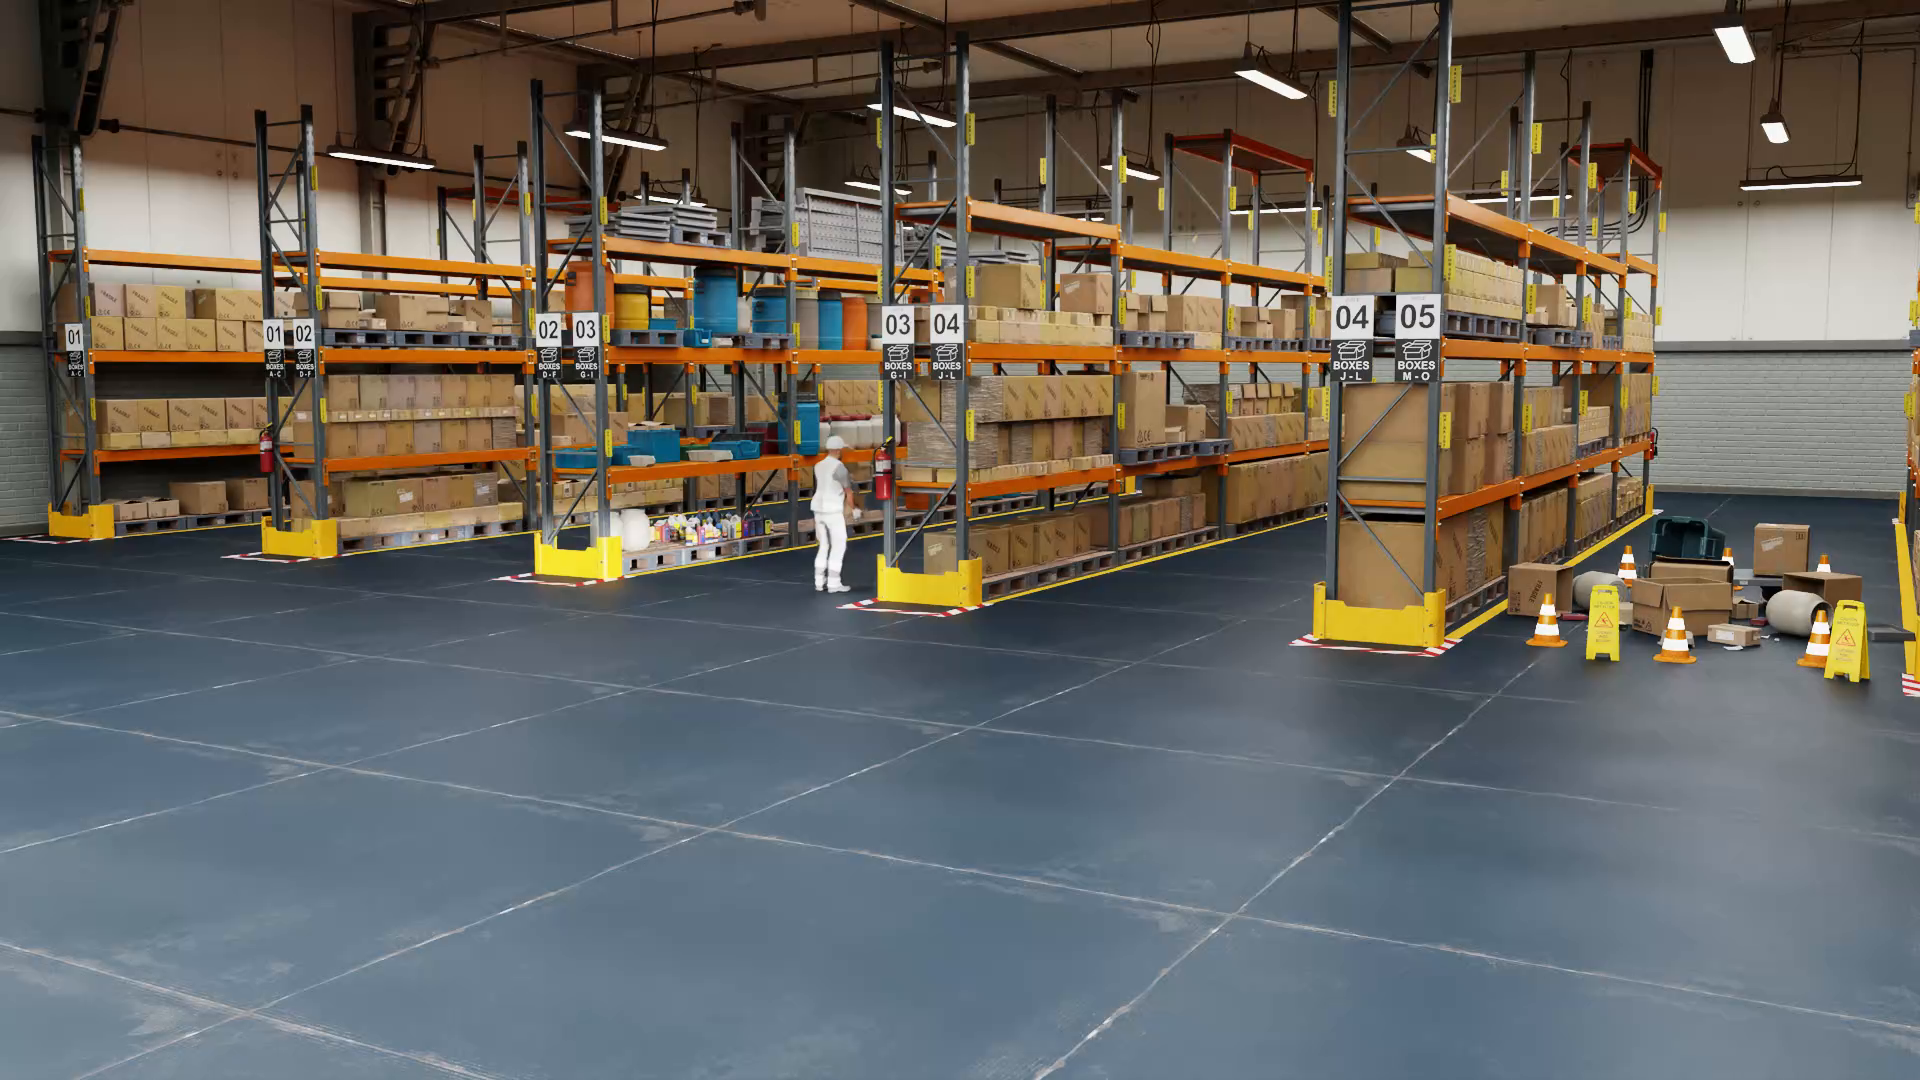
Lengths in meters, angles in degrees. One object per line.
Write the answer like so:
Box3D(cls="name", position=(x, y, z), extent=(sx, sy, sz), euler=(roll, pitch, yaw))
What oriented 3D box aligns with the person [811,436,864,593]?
Box3D(cls="person", position=(-1.415, -0.307, 19.026), extent=(0.583, 1.773, 0.491), euler=(-5, 8, -41))
